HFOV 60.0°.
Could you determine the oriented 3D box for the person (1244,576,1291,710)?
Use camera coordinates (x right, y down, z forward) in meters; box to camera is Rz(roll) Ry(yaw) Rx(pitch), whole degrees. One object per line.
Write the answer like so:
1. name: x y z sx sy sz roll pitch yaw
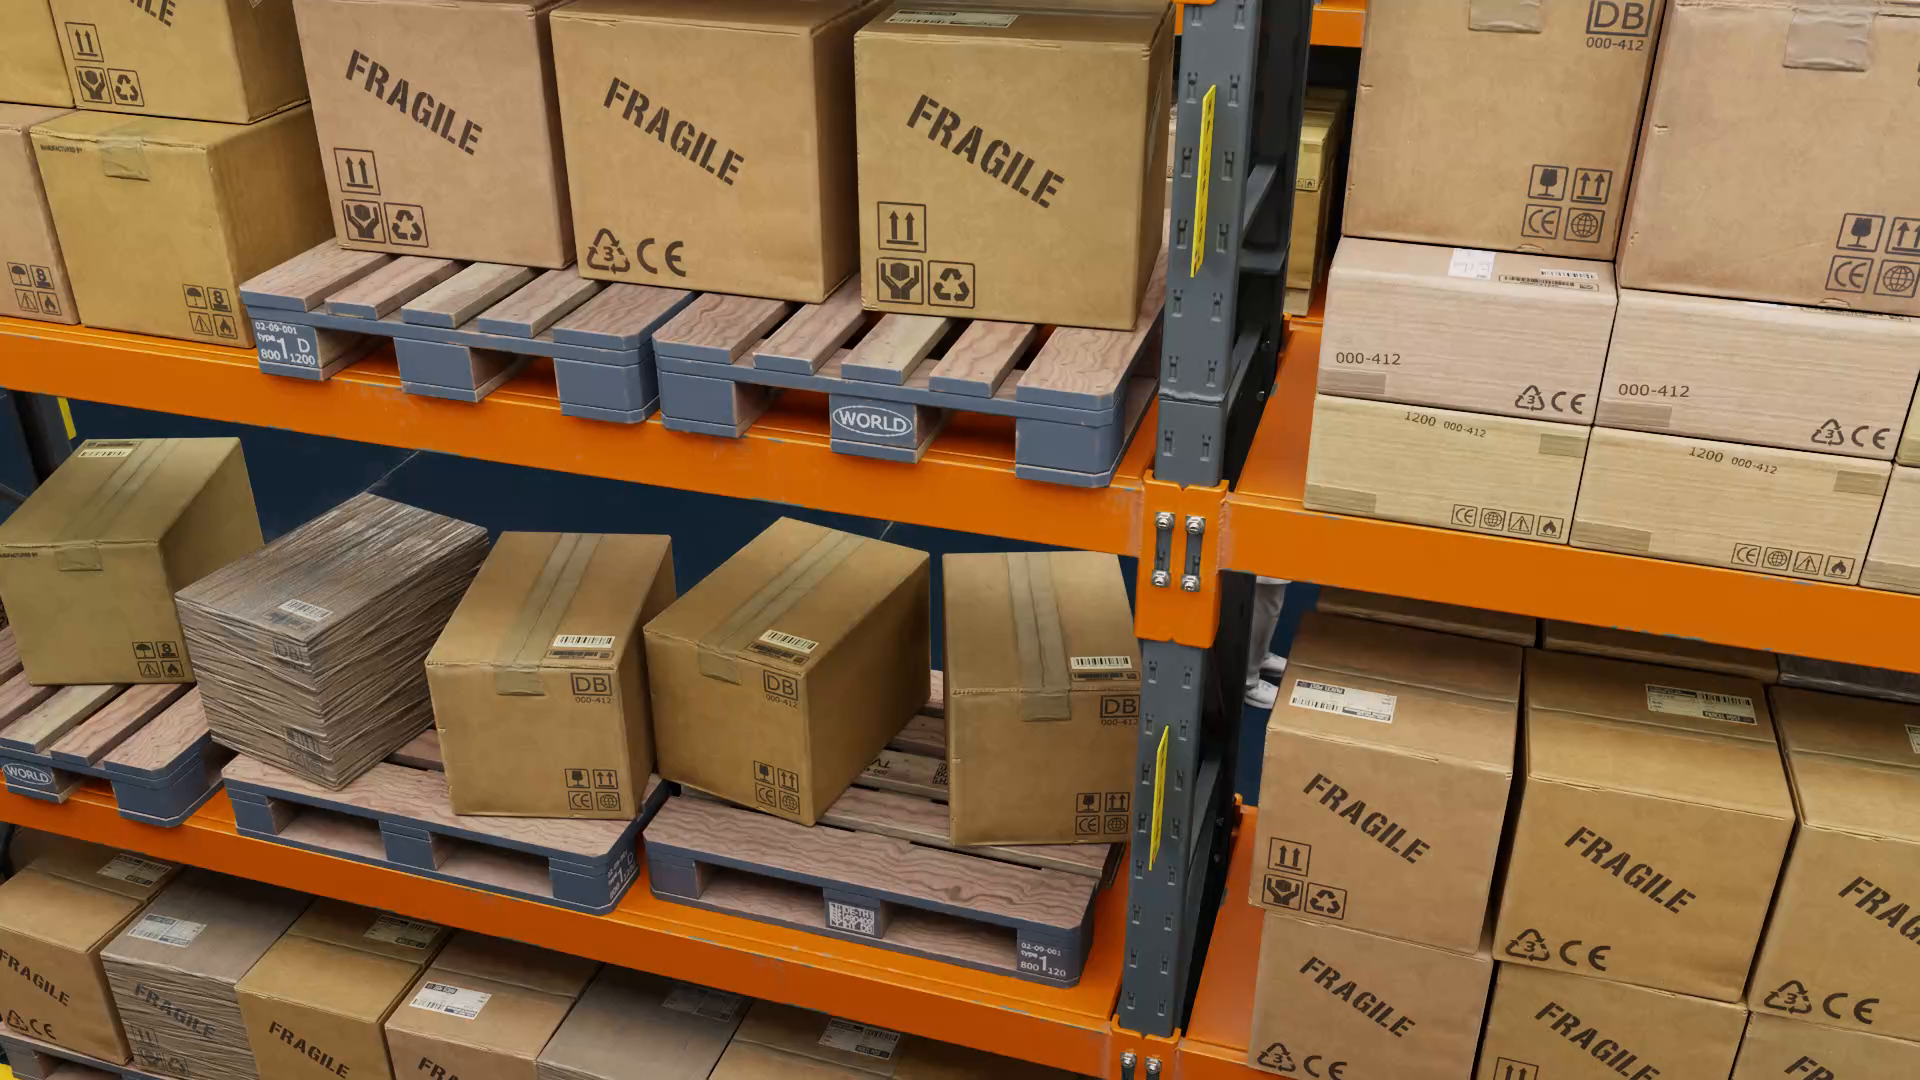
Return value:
1. person: 1.384 -0.110 7.354 0.380 1.774 0.563 9 30 16
